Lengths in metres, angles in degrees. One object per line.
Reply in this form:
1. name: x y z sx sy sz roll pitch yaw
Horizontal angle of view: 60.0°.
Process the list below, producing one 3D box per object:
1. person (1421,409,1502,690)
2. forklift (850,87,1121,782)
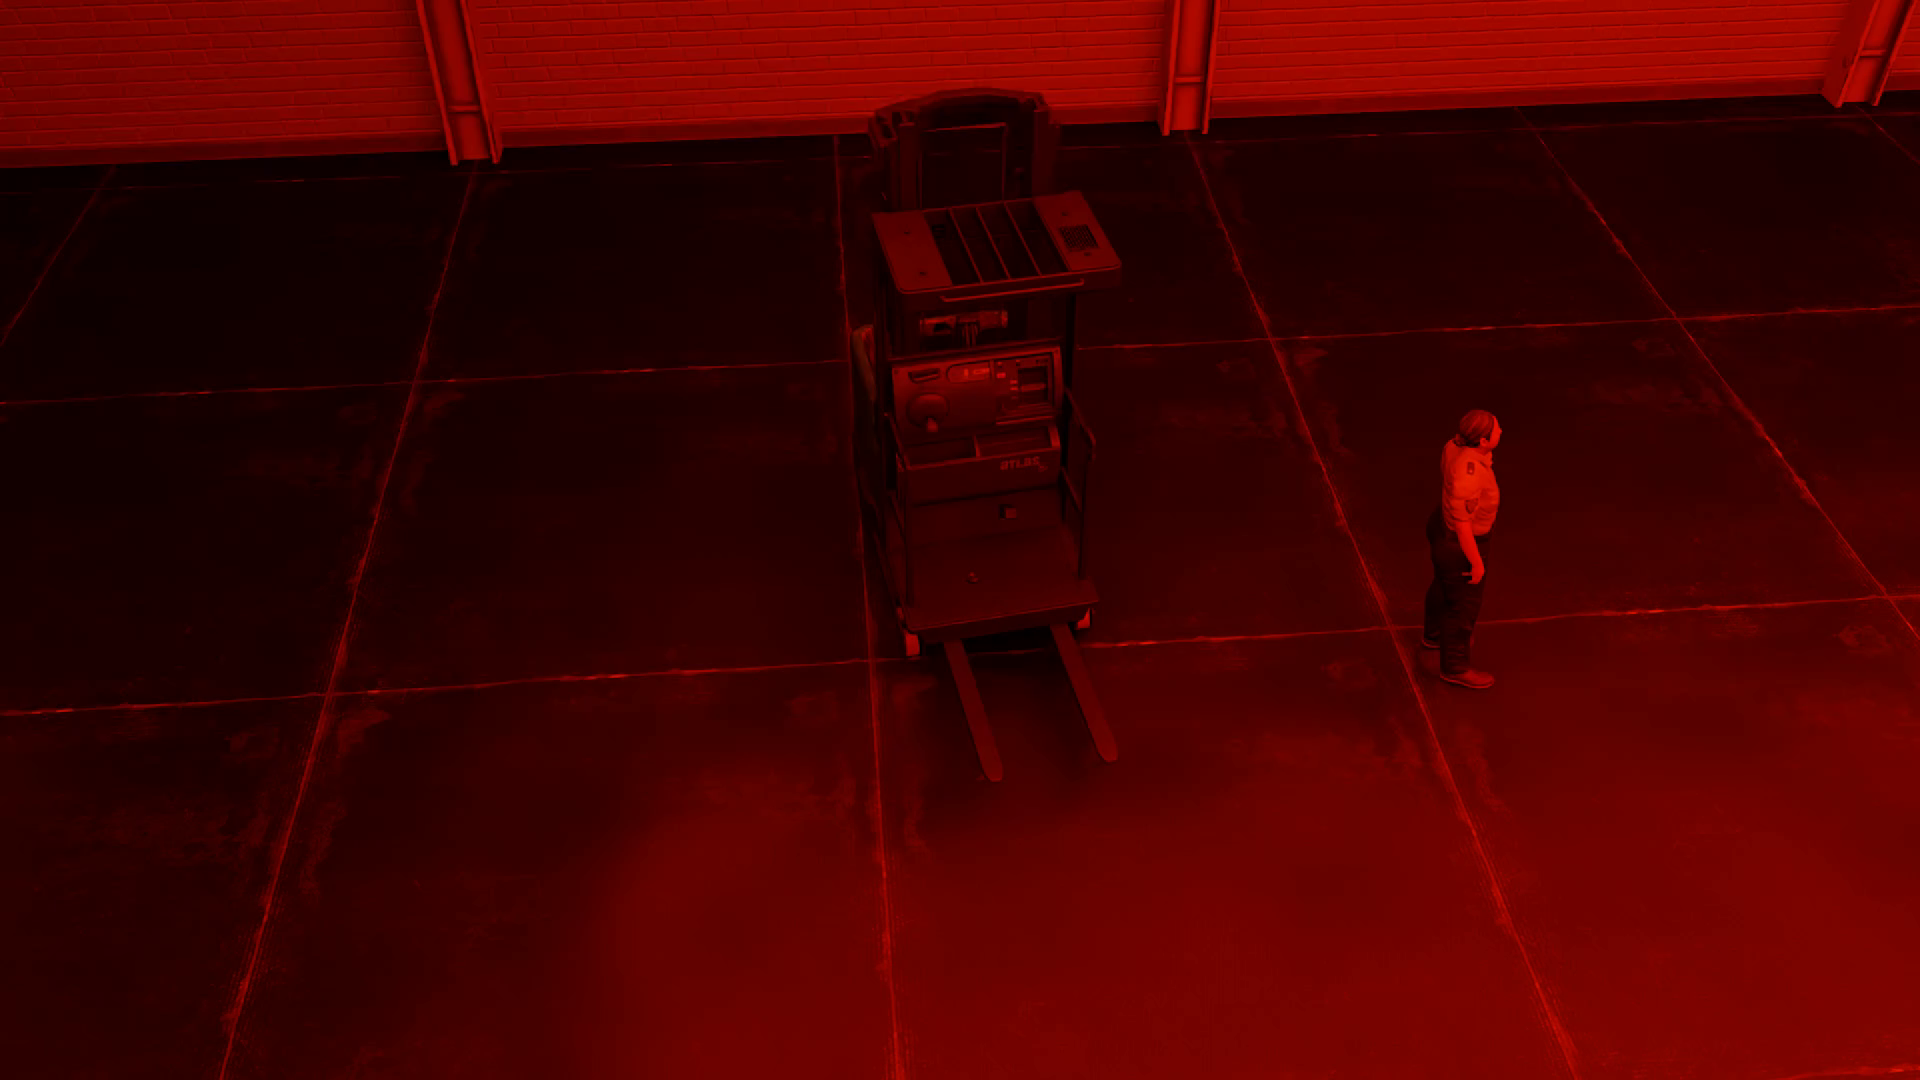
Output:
1. person: 2.751 0.015 8.907 0.475 1.661 0.573 3 41 3
2. forklift: 0.146 -0.727 8.788 1.130 2.935 3.031 -8 41 -10
